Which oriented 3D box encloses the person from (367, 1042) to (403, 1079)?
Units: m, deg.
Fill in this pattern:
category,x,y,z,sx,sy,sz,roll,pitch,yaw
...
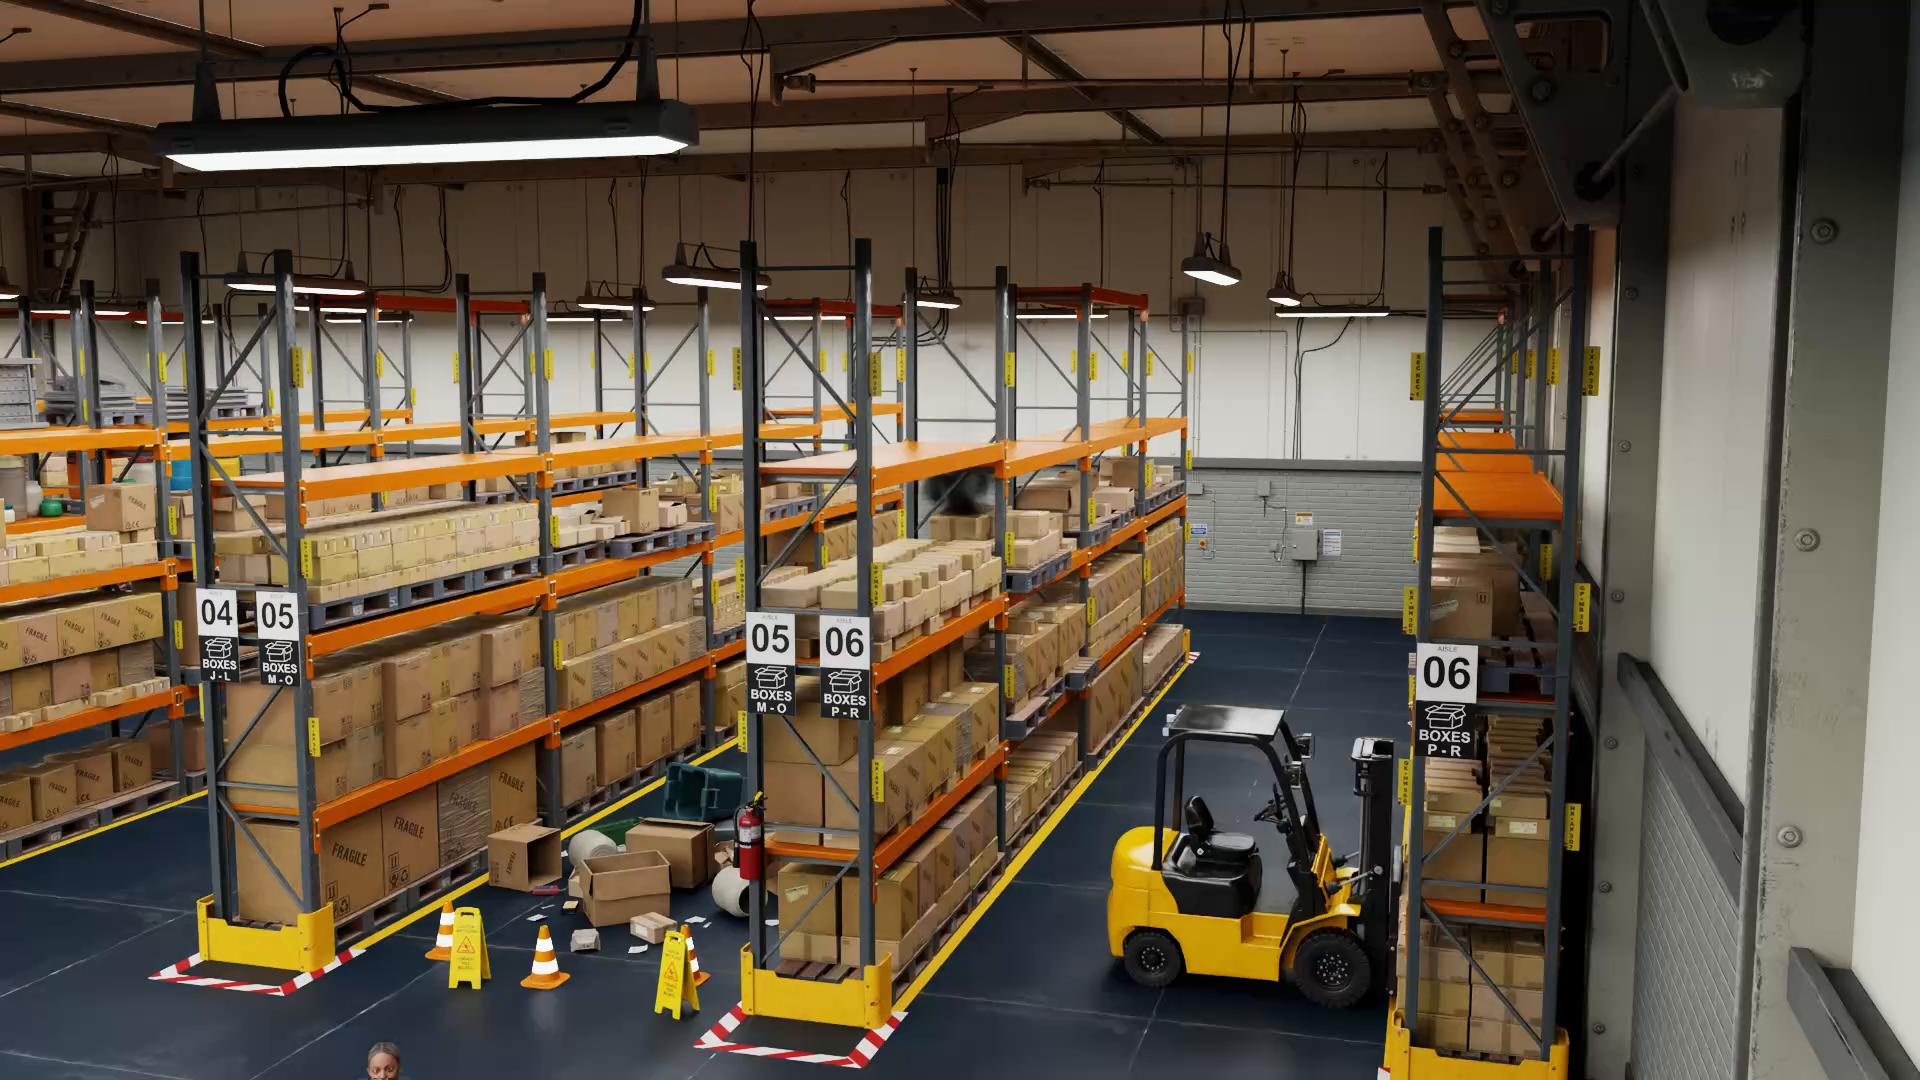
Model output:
category,x,y,z,sx,sy,sz,roll,pitch,yaw
person,-3.064,3.415,8.760,0.615,1.606,0.642,-2,7,-18
